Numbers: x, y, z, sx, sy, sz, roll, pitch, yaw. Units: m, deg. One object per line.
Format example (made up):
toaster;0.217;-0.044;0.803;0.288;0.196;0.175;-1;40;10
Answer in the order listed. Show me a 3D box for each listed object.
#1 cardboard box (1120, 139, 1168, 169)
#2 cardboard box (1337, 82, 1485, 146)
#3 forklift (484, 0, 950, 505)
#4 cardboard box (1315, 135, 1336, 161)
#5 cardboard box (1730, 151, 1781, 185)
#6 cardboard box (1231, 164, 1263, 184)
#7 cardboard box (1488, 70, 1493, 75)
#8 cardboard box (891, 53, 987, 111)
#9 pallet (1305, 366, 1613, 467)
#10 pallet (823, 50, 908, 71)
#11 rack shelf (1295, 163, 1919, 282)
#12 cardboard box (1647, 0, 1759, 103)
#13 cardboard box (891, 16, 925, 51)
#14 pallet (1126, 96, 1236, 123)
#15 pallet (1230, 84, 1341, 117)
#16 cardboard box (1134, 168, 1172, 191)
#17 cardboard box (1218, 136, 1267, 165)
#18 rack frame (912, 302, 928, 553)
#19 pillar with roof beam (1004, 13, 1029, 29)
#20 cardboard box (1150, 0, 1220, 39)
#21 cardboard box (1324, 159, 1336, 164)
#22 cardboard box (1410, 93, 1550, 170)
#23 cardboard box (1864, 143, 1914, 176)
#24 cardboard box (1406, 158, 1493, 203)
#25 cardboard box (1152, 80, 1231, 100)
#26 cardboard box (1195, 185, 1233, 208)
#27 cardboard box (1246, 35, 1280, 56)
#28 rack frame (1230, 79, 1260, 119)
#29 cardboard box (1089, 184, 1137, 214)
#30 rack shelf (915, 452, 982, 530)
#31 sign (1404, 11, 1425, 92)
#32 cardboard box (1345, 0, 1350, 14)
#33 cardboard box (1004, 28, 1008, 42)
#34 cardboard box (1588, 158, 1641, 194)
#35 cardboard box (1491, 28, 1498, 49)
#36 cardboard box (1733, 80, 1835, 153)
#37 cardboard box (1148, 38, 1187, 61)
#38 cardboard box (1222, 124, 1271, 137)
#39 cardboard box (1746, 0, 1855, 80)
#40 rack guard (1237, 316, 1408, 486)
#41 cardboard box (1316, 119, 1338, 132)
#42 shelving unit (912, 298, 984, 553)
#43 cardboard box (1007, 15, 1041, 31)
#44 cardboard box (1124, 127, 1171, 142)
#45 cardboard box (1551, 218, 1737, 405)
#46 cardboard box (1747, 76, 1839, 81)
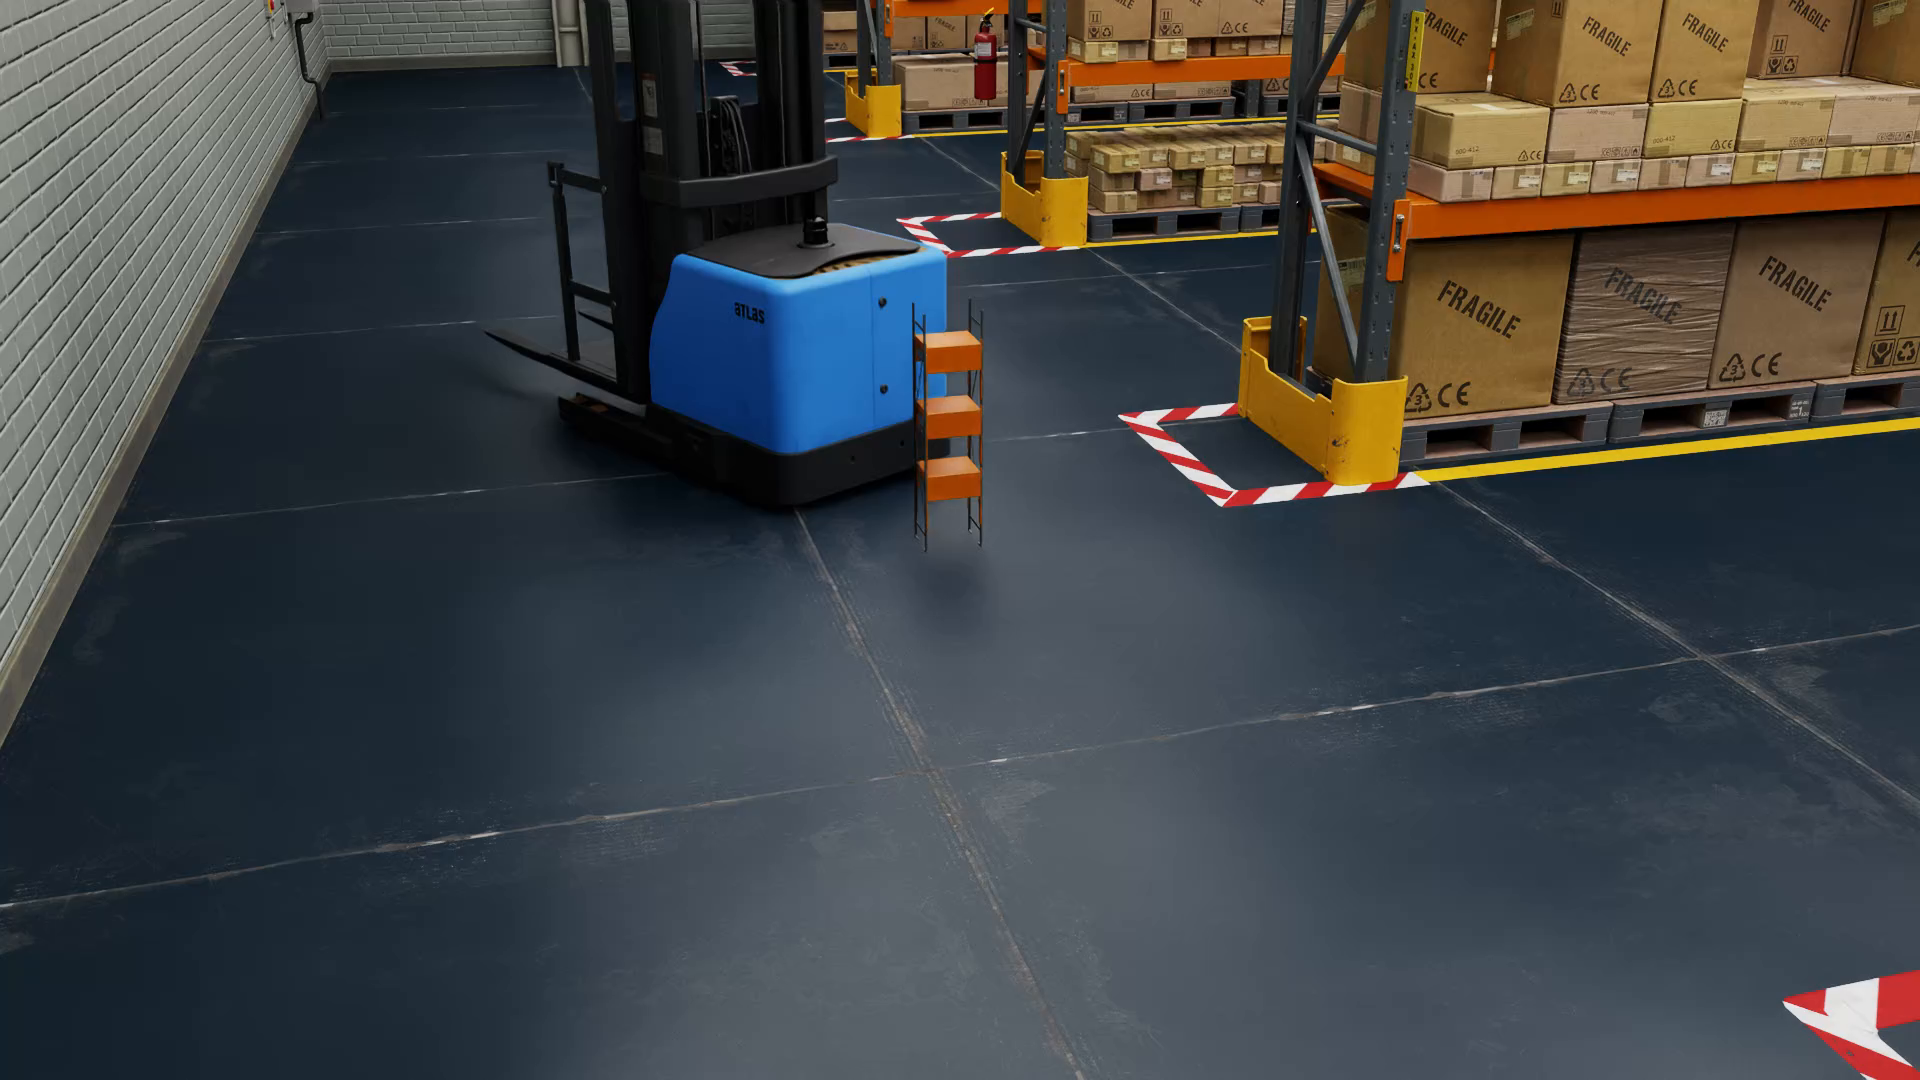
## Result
cardboard box;1.390;-2.921;12.583;0.250;0.149;0.380;-6;24;-13
cardboard box;2.199;-2.089;8.129;0.500;0.250;0.500;-7;24;-15
forklift;-1.426;-1.994;8.179;1.130;2.935;3.031;-21;31;-39
cardboard box;2.904;-3.042;12.864;0.250;0.149;0.380;-7;24;-16
cardboard box;3.715;-1.831;8.031;0.250;0.149;0.380;-7;24;-16
cardboard box;2.132;-2.859;12.815;0.250;0.149;0.380;-7;24;-17
cardboard box;6.142;-5.658;18.795;0.875;0.875;0.875;-7;24;-15
cardboard box;-0.265;-4.756;17.246;0.875;0.438;0.875;-7;24;-16
pallet;2.552;-0.703;8.620;1.213;0.211;1.003;-6;24;-14
pallet;-1.377;-6.328;21.730;1.213;0.211;1.003;-6;24;-14
rack shelf;3.729;-1.752;8.441;4.000;0.370;1.077;-6;24;-14
cardboard box;3.317;-2.341;7.764;0.500;0.500;0.500;-7;24;-16
cardboard box;-0.770;-6.666;21.618;0.500;0.500;0.700;-5;24;-12
pallet;2.225;-4.725;17.994;1.213;0.211;1.003;-6;24;-14
pallet;3.701;-4.887;18.372;1.213;0.211;1.003;-6;24;-14
cardboard box;1.414;-2.749;12.558;0.250;0.149;0.380;-6;24;-15
cardboard box;2.154;-2.983;12.727;0.250;0.149;0.380;-5;24;-12
rack frame;-0.169;-0.464;6.999;0.008;1.050;0.200;-6;24;-14
pillar with roof beam;1.883;-9.332;17.588;0.400;9.000;9.100;-6;24;-14
cardboard box;1.577;-3.955;12.160;0.500;0.500;0.500;-6;24;-14
cardboard box;2.913;-2.941;13.005;0.250;0.149;0.380;-7;24;-17
cardboard box;2.339;-1.886;7.654;0.500;0.250;0.500;-7;24;-16
cardboard box;4.459;-1.913;8.224;0.250;0.149;0.380;-6;24;-13
cardboard box;2.235;-1.666;7.648;0.250;0.149;0.380;-6;24;-14
cardboard box;2.345;-5.047;17.925;0.875;0.438;0.875;-7;24;-15
cardboard box;1.895;-2.654;12.714;0.250;0.149;0.380;-6;24;-14
cardboard box;2.195;-3.724;12.443;0.250;0.149;0.380;-7;24;-15
rack frame;2.978;-6.058;17.564;0.127;3.000;1.000;-6;24;-14
cardboard box;1.152;-2.580;12.542;0.250;0.149;0.380;-6;24;-13
rack shelf;-0.052;-0.212;7.143;0.240;0.259;0.215;-6;24;-14
sign;1.948;-2.092;7.124;0.005;0.325;0.100;-6;24;-14
cardboard box;3.044;-4.106;12.511;0.500;0.500;0.500;-6;24;-15
cardboard box;0.516;-6.798;22.372;0.250;0.149;0.380;-7;24;-15
cardboard box;2.978;-1.750;7.843;0.250;0.149;0.380;-7;24;-15
cardboard box;3.982;-3.886;12.820;0.250;0.149;0.380;-7;24;-16
cardboard box;3.823;-2.053;8.044;0.500;0.250;0.500;-7;24;-15
cardboard box;1.469;-3.609;12.175;0.250;0.149;0.380;-7;24;-16
cardboard box;2.269;-3.192;13.214;0.250;0.149;0.380;-7;24;-16
cardboard box;4.149;-2.647;8.477;0.500;0.500;0.500;-7;24;-16
rack guard;1.781;-0.718;8.289;0.348;0.500;1.175;-6;24;-14
cardboard box;3.001;-3.302;13.471;0.250;0.149;0.380;-6;24;-13
shelving unit;-0.052;-0.477;7.030;0.252;1.050;0.215;-6;24;-14
cardboard box;0.934;-6.919;22.447;0.500;0.311;0.500;-5;24;-12
cardboard box;1.475;-3.153;13.122;0.250;0.149;0.380;-7;24;-16
cardboard box;3.274;-1.281;8.594;0.875;0.875;0.875;-6;24;-14
cardboard box;4.154;-2.304;8.629;0.500;0.250;0.500;-6;24;-13
